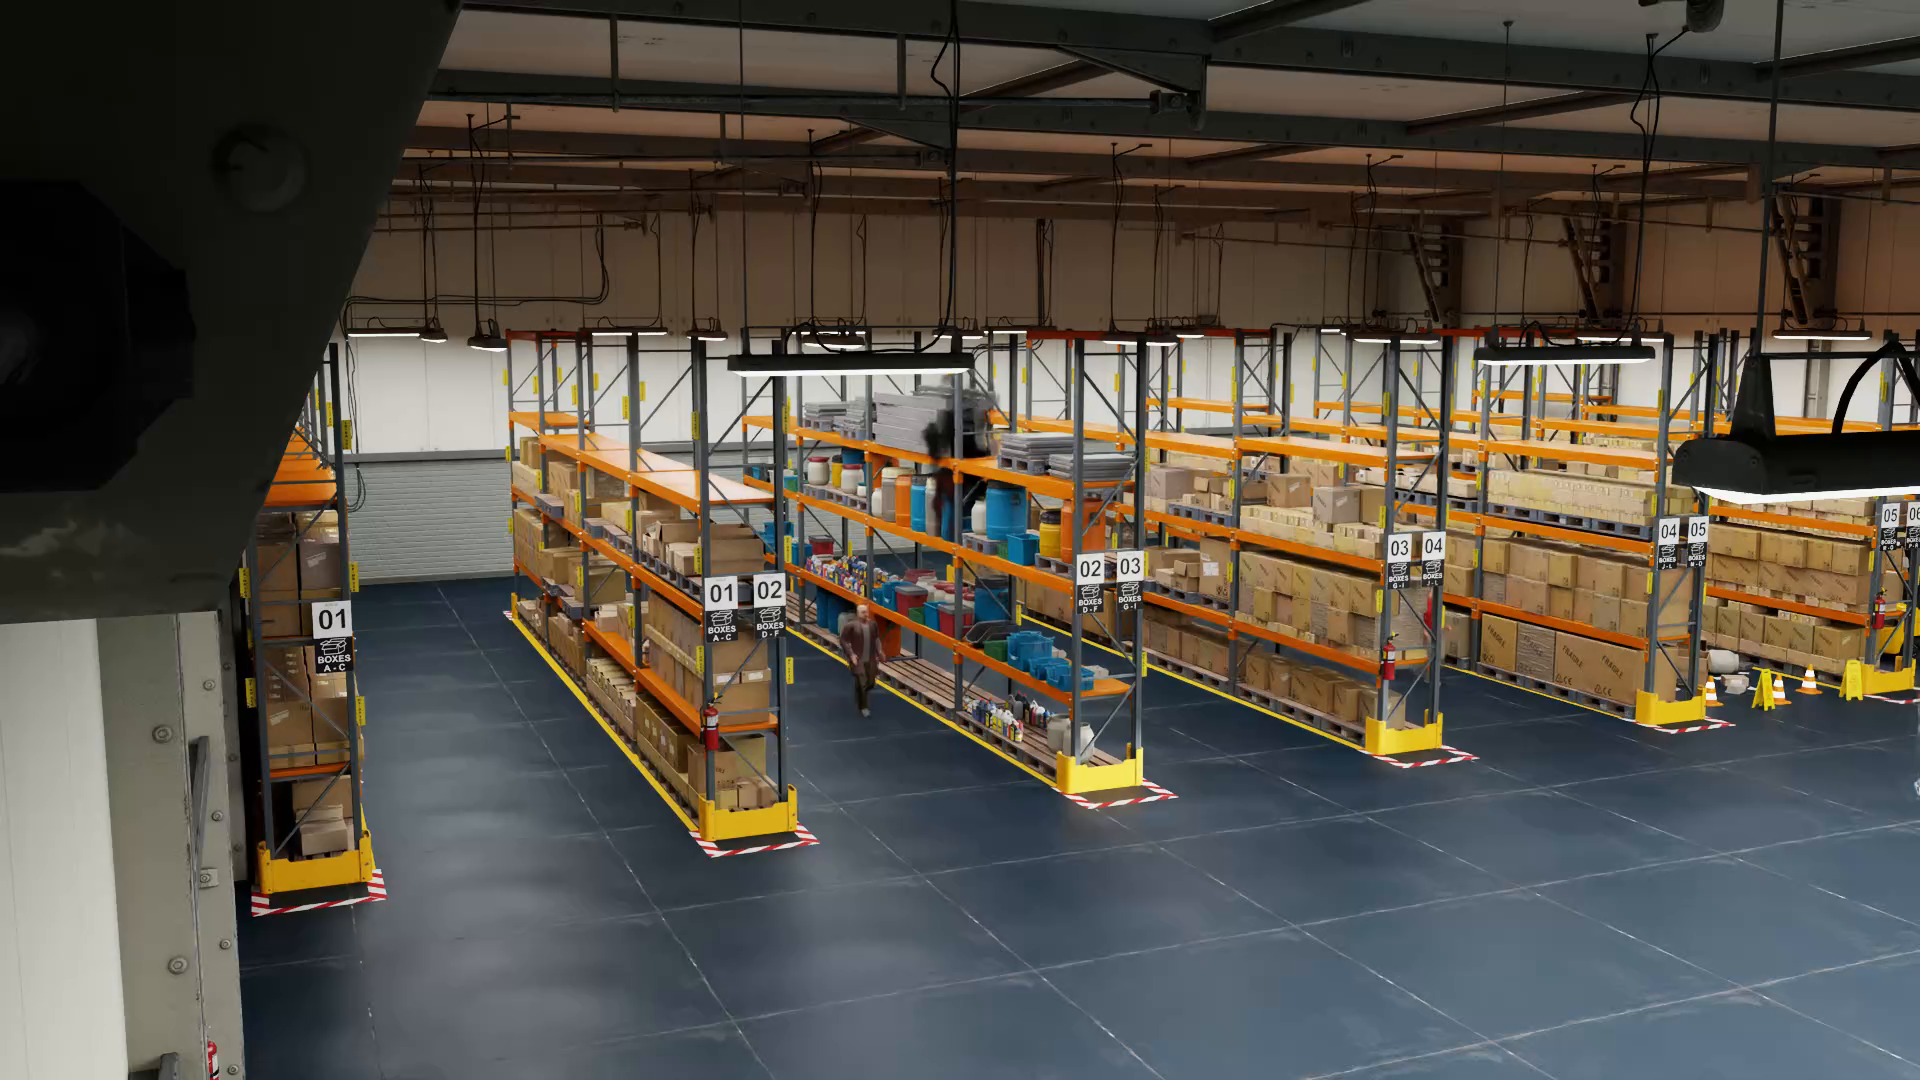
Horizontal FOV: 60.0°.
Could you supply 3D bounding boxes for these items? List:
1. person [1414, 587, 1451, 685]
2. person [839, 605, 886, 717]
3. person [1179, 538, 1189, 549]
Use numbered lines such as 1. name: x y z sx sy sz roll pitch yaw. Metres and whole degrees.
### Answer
1. person: 8.091 1.643 28.443 0.665 1.680 0.597 -6 10 -36
2. person: -1.566 1.842 25.871 0.694 1.731 0.693 -5 9 -30
3. person: 5.556 -0.168 41.623 0.526 1.699 0.684 4 9 29
